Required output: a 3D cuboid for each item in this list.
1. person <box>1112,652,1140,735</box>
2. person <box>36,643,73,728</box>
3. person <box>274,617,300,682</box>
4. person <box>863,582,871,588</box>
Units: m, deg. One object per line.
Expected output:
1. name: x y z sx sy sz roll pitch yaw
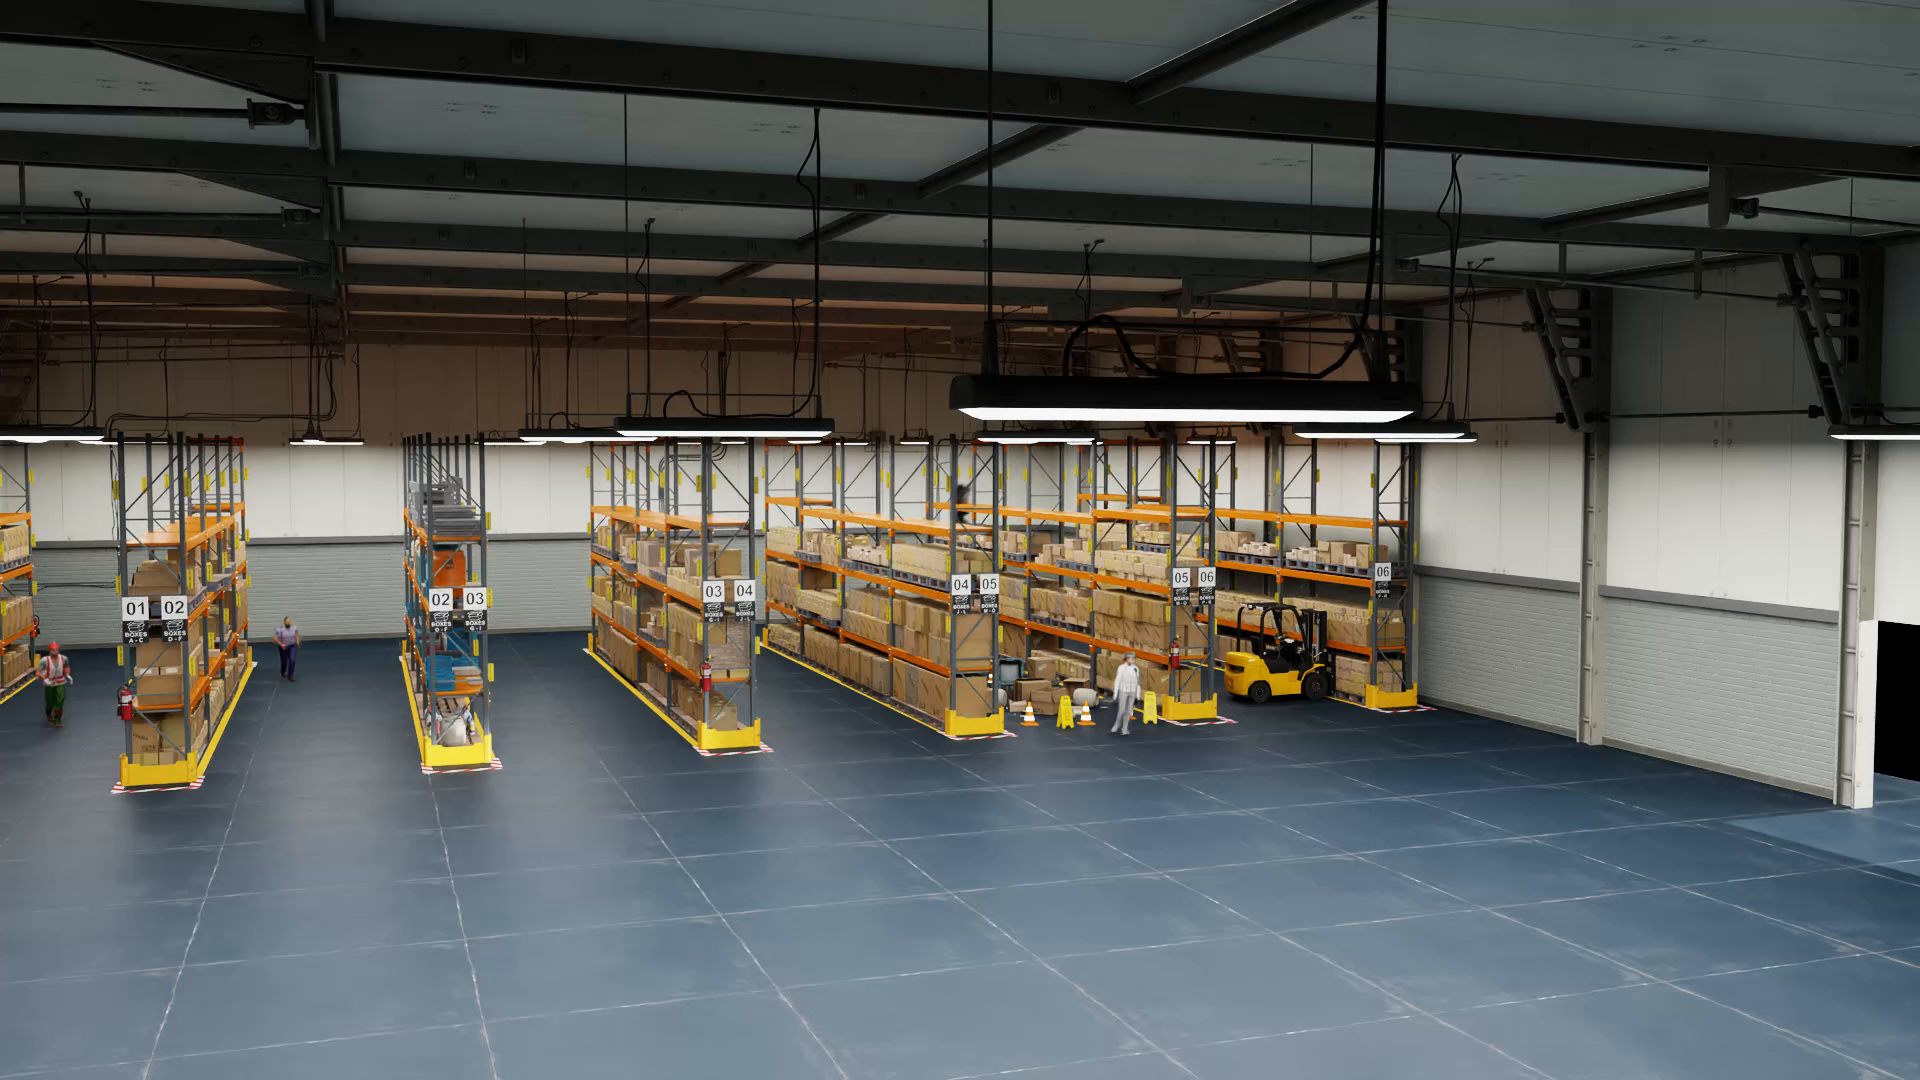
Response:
1. person: 3.310 3.044 33.112 0.564 1.664 0.443 -1 3 -23
2. person: -18.630 2.963 34.164 0.660 1.739 0.830 -2 4 -38
3. person: -16.532 2.671 40.850 0.608 1.601 0.719 -2 4 -31
4. person: -2.674 2.100 50.540 0.953 1.666 0.574 -1 3 -24
